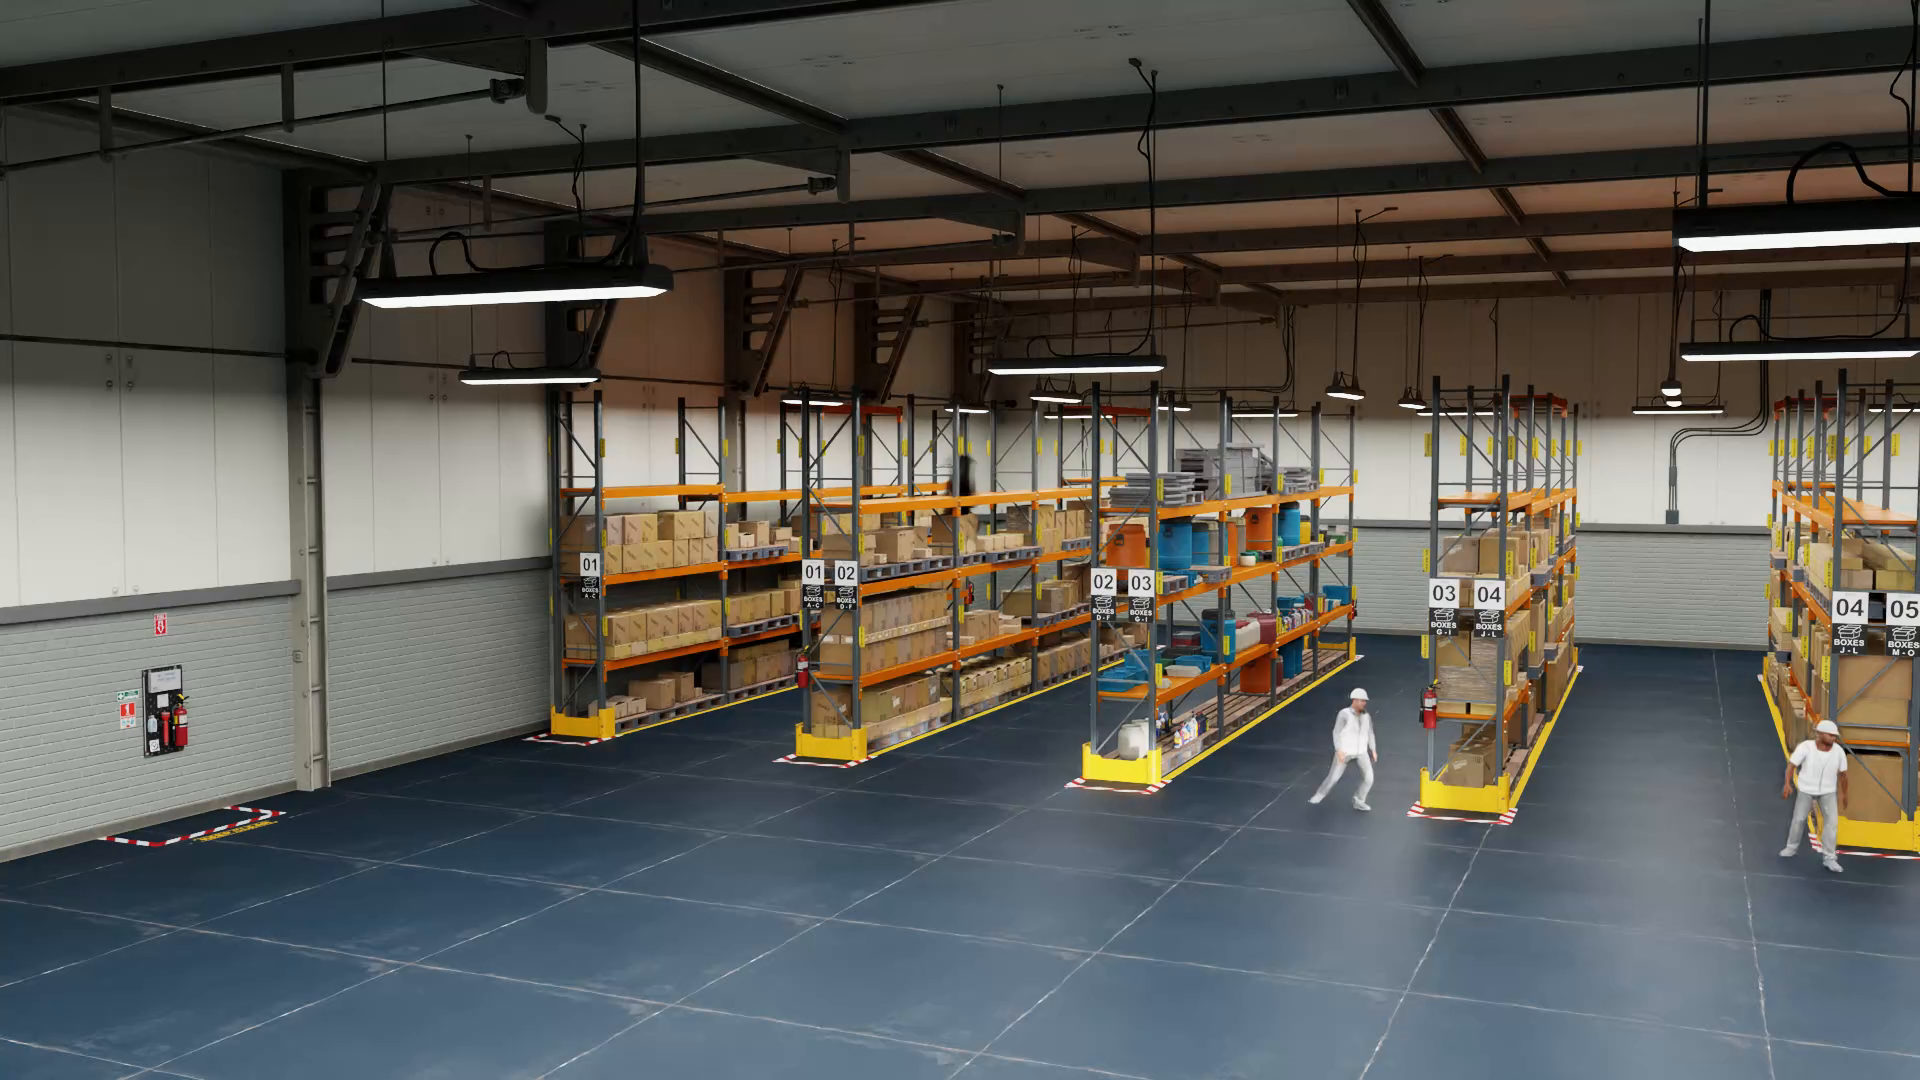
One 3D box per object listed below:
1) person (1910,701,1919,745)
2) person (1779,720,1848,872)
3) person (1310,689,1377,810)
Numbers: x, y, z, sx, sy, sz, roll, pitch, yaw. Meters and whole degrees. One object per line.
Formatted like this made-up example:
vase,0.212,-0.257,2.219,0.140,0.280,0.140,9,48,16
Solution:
person,16.143,2.626,27.832,0.652,1.750,0.880,1,3,12
person,10.262,3.029,19.974,0.767,1.759,0.766,1,3,13
person,5.338,2.883,23.070,0.861,1.696,0.706,-1,3,-17
